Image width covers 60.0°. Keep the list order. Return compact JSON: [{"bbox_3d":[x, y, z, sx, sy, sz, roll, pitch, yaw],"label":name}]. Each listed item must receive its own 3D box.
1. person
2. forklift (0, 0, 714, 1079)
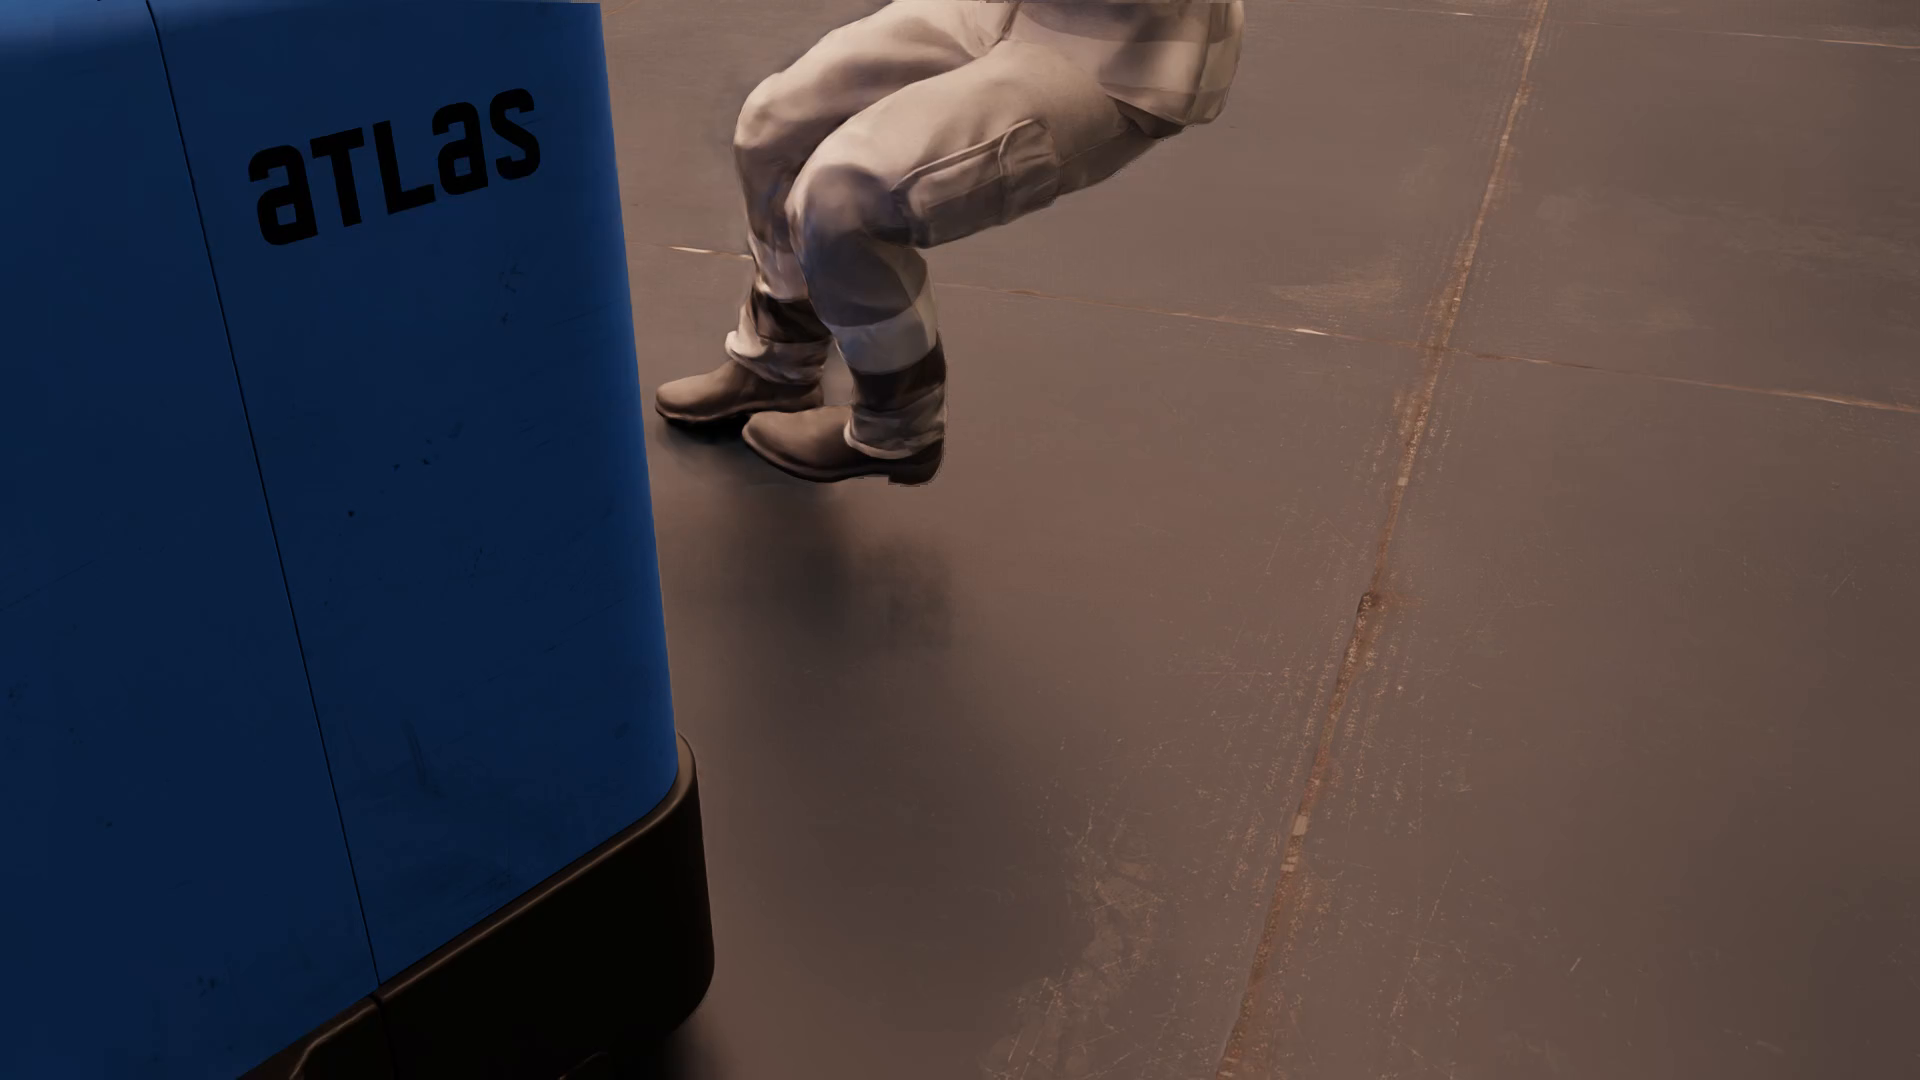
[{"bbox_3d":[0.057,-0.606,2.059,0.739,1.464,1.499,-15,33,-25],"label":"person"},{"bbox_3d":[-1.566,-0.390,0.214,1.130,2.935,3.031,22,36,34],"label":"forklift"}]
